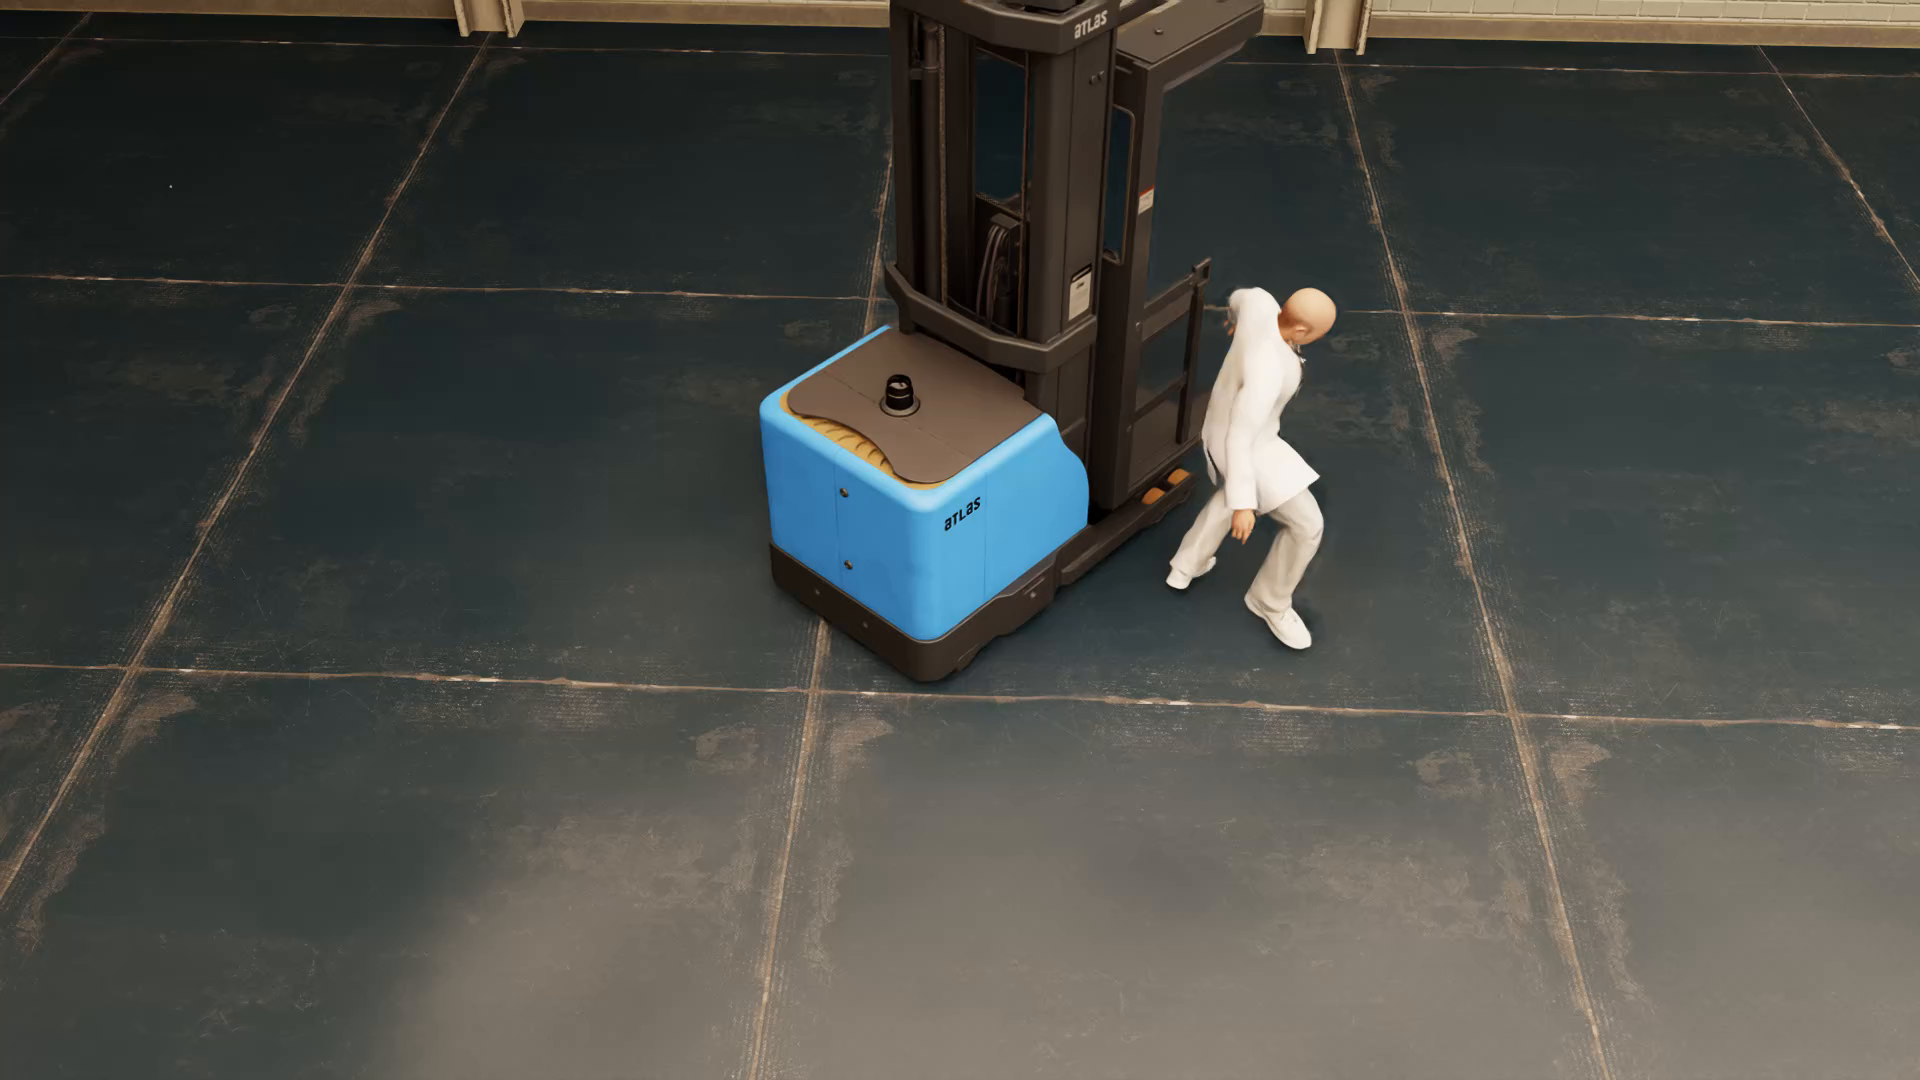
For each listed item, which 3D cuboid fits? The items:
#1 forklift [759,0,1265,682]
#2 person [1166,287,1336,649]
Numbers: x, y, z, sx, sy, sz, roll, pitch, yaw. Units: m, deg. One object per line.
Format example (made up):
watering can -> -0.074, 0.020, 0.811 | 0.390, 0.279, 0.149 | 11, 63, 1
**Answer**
forklift -> 0.509, -1.379, 7.253 | 1.130, 2.935, 3.031 | 32, 51, 30
person -> 1.233, -0.460, 7.228 | 0.589, 1.694, 1.195 | -2, 42, -2
